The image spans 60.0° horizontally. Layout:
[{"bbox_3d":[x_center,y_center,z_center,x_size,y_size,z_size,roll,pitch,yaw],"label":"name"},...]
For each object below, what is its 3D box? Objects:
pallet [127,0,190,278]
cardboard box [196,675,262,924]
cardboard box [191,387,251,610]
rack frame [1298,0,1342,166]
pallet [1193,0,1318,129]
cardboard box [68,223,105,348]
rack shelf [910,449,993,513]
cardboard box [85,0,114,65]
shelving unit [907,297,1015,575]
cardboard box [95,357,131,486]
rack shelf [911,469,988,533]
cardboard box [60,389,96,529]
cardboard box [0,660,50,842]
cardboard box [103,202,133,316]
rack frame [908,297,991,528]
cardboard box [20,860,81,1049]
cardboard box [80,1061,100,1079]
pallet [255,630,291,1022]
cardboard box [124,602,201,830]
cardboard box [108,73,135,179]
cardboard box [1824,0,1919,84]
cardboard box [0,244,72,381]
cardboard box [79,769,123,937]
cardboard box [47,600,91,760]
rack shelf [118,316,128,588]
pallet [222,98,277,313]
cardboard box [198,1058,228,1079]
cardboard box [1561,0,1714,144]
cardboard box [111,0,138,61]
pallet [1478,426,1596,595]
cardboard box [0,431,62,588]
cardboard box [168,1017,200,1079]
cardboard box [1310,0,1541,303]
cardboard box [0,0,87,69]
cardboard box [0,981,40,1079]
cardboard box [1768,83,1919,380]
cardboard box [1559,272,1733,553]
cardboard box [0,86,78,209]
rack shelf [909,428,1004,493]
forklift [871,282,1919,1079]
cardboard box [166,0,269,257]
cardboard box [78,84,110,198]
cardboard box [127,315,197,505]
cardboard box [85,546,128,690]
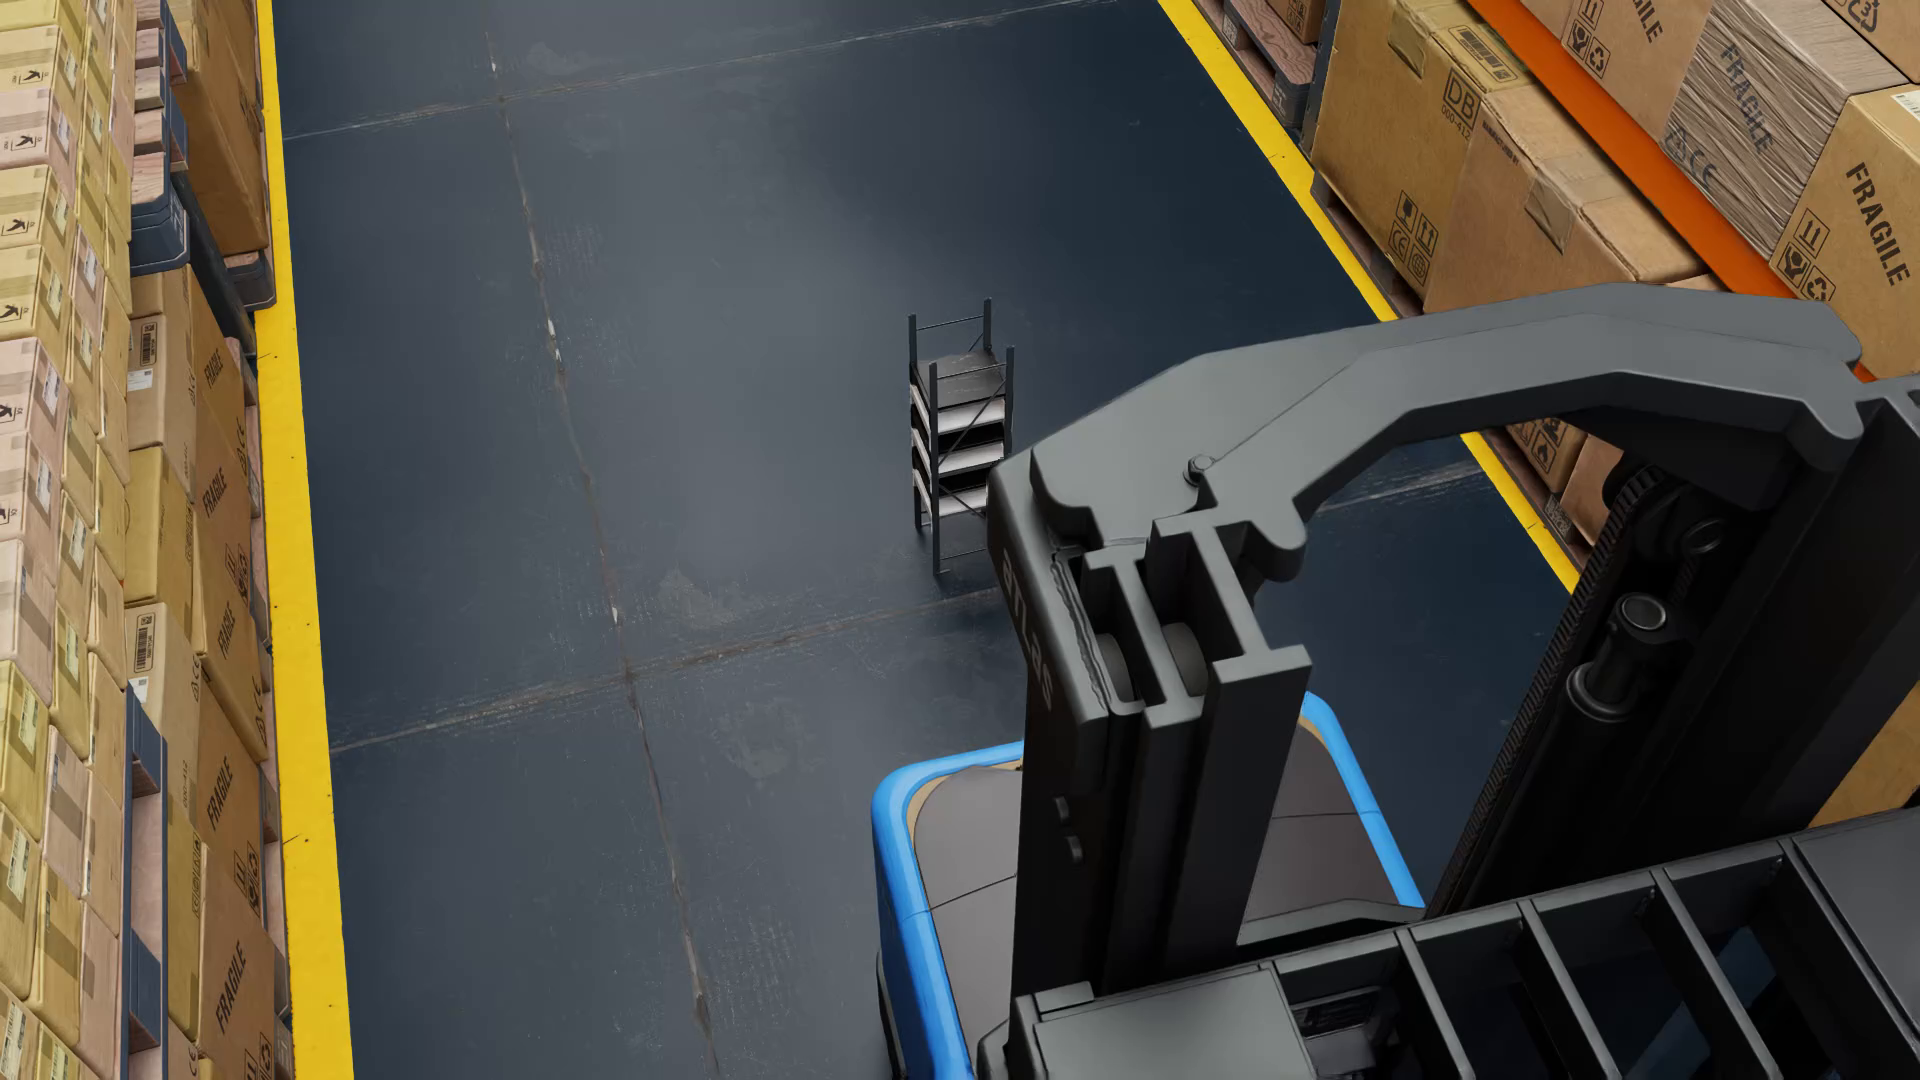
[{"bbox_3d":[-2.628,-0.977,4.237,1.213,0.211,1.003,-13,51,-11],"label":"pallet"},{"bbox_3d":[-2.048,0.692,4.065,0.500,0.500,0.500,-13,51,-10],"label":"cardboard box"},{"bbox_3d":[-2.346,-0.063,4.702,0.500,0.500,0.500,-11,51,-10],"label":"cardboard box"},{"bbox_3d":[1.828,-2.583,5.465,1.000,3.000,0.127,-13,51,-11],"label":"rack frame"},{"bbox_3d":[1.598,-2.255,7.013,1.003,0.211,1.213,-13,51,-11],"label":"pallet"},{"bbox_3d":[-1.976,-0.486,3.393,0.380,0.149,0.250,-12,51,-10],"label":"cardboard box"},{"bbox_3d":[0.002,-0.205,4.995,0.258,0.077,0.200,-13,51,-11],"label":"rack shelf"},{"bbox_3d":[-2.279,-1.233,4.022,0.380,0.149,0.250,-12,51,-10],"label":"cardboard box"},{"bbox_3d":[0.002,-0.284,4.901,0.258,0.900,0.210,-13,51,-11],"label":"shelving unit"},{"bbox_3d":[-1.897,-0.197,3.344,0.380,0.149,0.250,-15,52,-13],"label":"cardboard box"},{"bbox_3d":[0.002,-0.147,5.064,0.258,0.077,0.200,-13,51,-11],"label":"rack shelf"},{"bbox_3d":[-1.827,-0.113,3.078,0.380,0.149,0.250,-14,51,-12],"label":"cardboard box"},{"bbox_3d":[-1.596,0.359,2.486,0.380,0.149,0.250,-13,51,-11],"label":"cardboard box"},{"bbox_3d":[-2.056,-0.584,3.670,0.380,0.149,0.250,-15,52,-13],"label":"cardboard box"},{"bbox_3d":[-0.028,-0.358,4.964,0.240,0.900,0.006,-13,51,-11],"label":"rack frame"},{"bbox_3d":[-1.513,0.656,2.430,0.380,0.149,0.250,-14,51,-12],"label":"cardboard box"},{"bbox_3d":[-1.435,0.940,2.385,0.380,0.149,0.250,-16,52,-13],"label":"cardboard box"},{"bbox_3d":[-2.353,0.824,4.417,1.003,0.211,1.213,-13,51,-11],"label":"pallet"},{"bbox_3d":[-2.030,0.454,3.775,0.500,0.250,0.500,-12,51,-10],"label":"cardboard box"},{"bbox_3d":[-2.207,-0.964,3.990,0.380,0.149,0.250,-13,51,-10],"label":"cardboard box"},{"bbox_3d":[2.423,-1.436,3.777,0.797,0.503,0.637,-12,51,-10],"label":"cardboard box"},{"bbox_3d":[-1.901,-0.392,3.119,0.380,0.149,0.250,-12,51,-10],"label":"cardboard box"},{"bbox_3d":[-1.592,0.556,2.709,0.380,0.149,0.250,-13,51,-11],"label":"cardboard box"},{"bbox_3d":[-1.667,0.277,2.749,0.380,0.149,0.250,-15,52,-13],"label":"cardboard box"},{"bbox_3d":[-2.349,0.158,3.626,1.077,0.370,4.000,-13,51,-11],"label":"rack shelf"},{"bbox_3d":[-3.101,-1.229,6.148,1.003,0.211,1.213,-13,51,-11],"label":"pallet"},{"bbox_3d":[-1.723,1.457,3.420,0.500,0.500,0.500,-12,51,-10],"label":"cardboard box"},{"bbox_3d":[2.021,-1.449,4.444,0.500,0.500,0.500,-14,51,-12],"label":"cardboard box"},{"bbox_3d":[-2.355,-1.333,4.302,0.380,0.149,0.250,-13,51,-10],"label":"cardboard box"},{"bbox_3d":[2.346,-0.202,5.282,1.003,0.211,1.213,-13,51,-11],"label":"pallet"},{"bbox_3d":[-1.744,-0.011,2.798,0.380,0.149,0.250,-14,51,-11],"label":"cardboard box"},{"bbox_3d":[-1.724,1.216,3.133,0.500,0.250,0.500,-15,52,-13],"label":"cardboard box"},{"bbox_3d":[2.012,-1.524,5.688,1.225,0.875,0.875,-15,52,-13],"label":"cardboard box"},{"bbox_3d":[-2.208,-1.152,3.759,0.380,0.149,0.250,-12,51,-10],"label":"cardboard box"},{"bbox_3d":[-1.435,0.749,2.158,0.380,0.149,0.250,-11,51,-9],"label":"cardboard box"},{"bbox_3d":[2.311,-0.716,3.827,0.500,0.500,0.500,-14,51,-11],"label":"cardboard box"},{"bbox_3d":[2.537,-0.227,4.595,1.225,0.875,0.875,-15,51,-12],"label":"cardboard box"},{"bbox_3d":[-2.060,-0.780,3.446,0.380,0.149,0.250,-13,51,-11],"label":"cardboard box"},{"bbox_3d":[0.002,-0.263,4.926,0.258,0.077,0.200,-13,51,-11],"label":"rack shelf"},{"bbox_3d":[0.651,1.235,2.292,1.130,2.935,3.031,-11,51,-9],"label":"forklift"},{"bbox_3d":[-3.034,-1.410,5.674,1.050,0.750,0.750,-14,51,-11],"label":"cardboard box"},{"bbox_3d":[-2.125,-0.858,3.707,0.380,0.149,0.250,-13,51,-11],"label":"cardboard box"},{"bbox_3d":[-2.328,-0.300,4.411,0.500,0.250,0.500,-13,51,-10],"label":"cardboard box"},{"bbox_3d":[-1.741,0.186,3.021,0.380,0.149,0.250,-15,52,-13],"label":"cardboard box"}]
